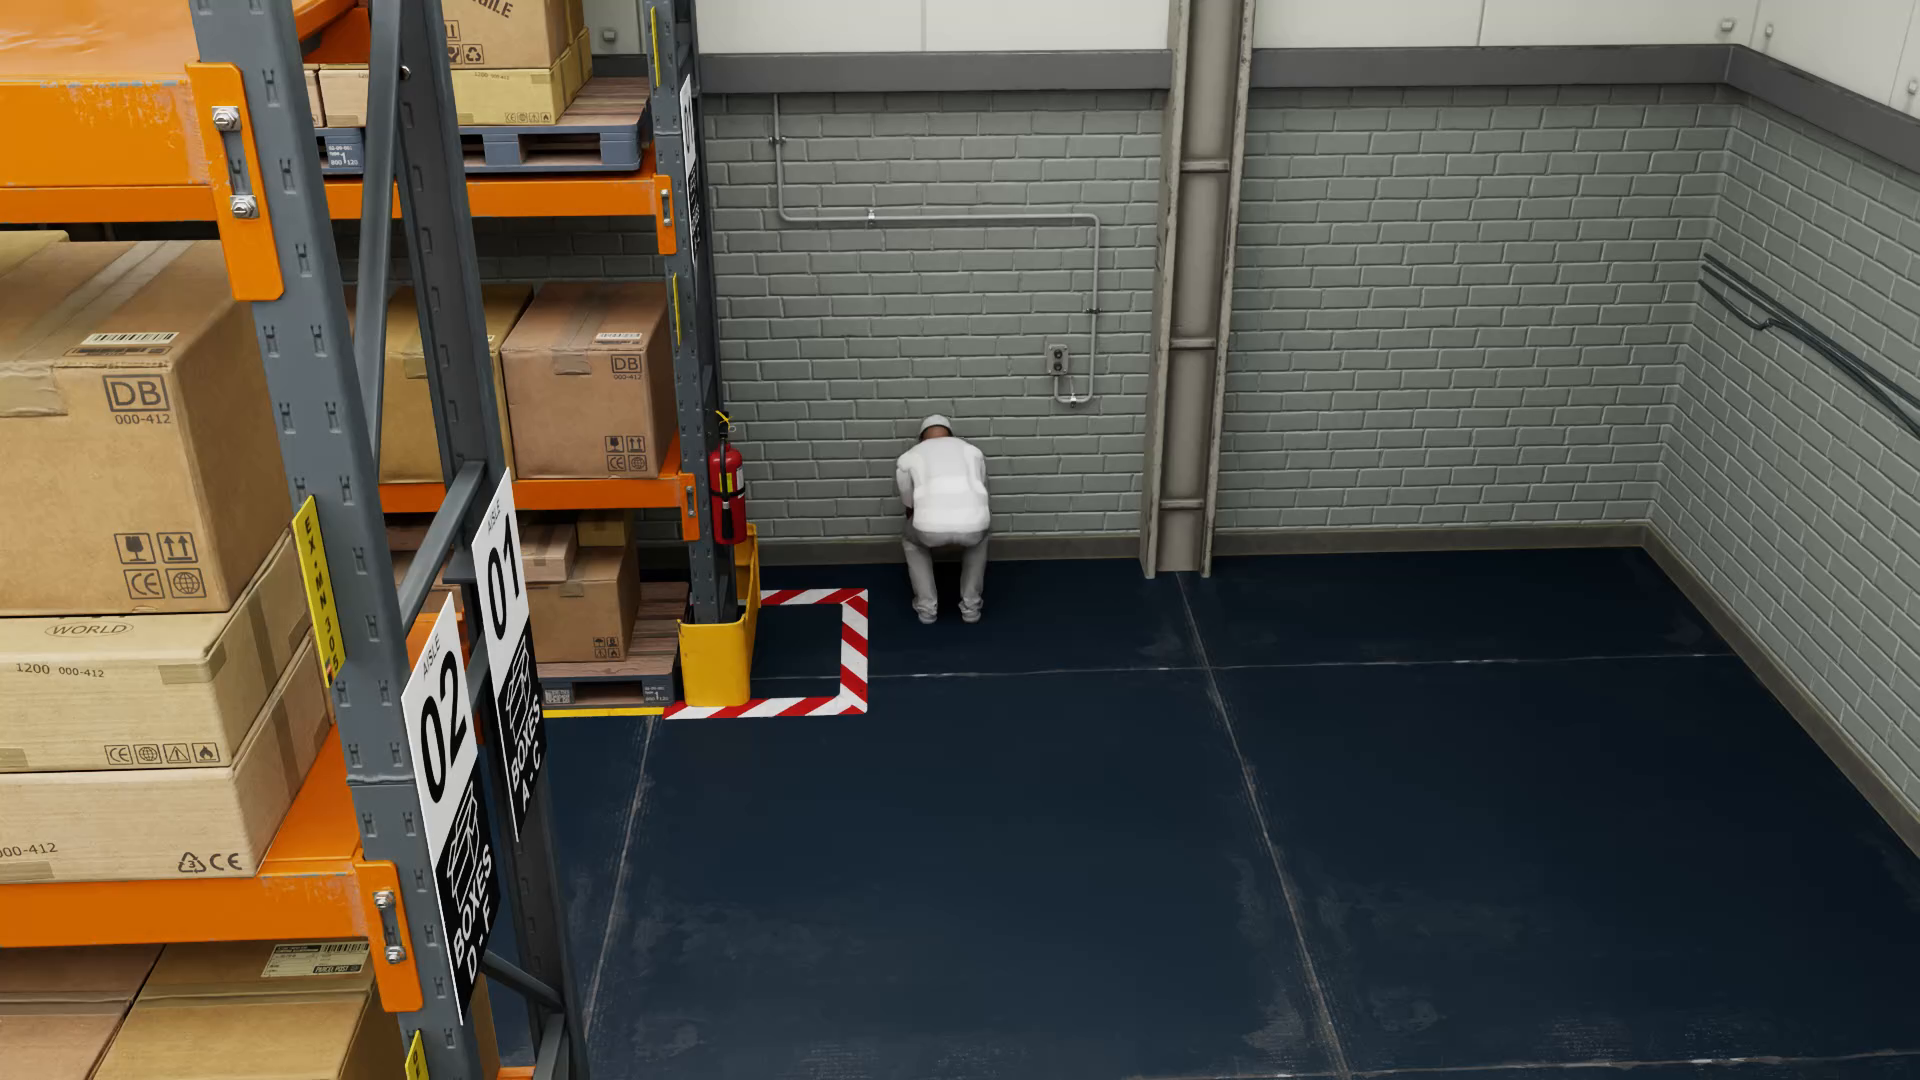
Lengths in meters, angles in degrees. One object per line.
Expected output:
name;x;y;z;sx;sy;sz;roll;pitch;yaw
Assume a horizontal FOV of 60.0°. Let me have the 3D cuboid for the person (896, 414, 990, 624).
person;-0.096;-0.105;9.612;0.525;1.017;0.959;-3;28;-5
